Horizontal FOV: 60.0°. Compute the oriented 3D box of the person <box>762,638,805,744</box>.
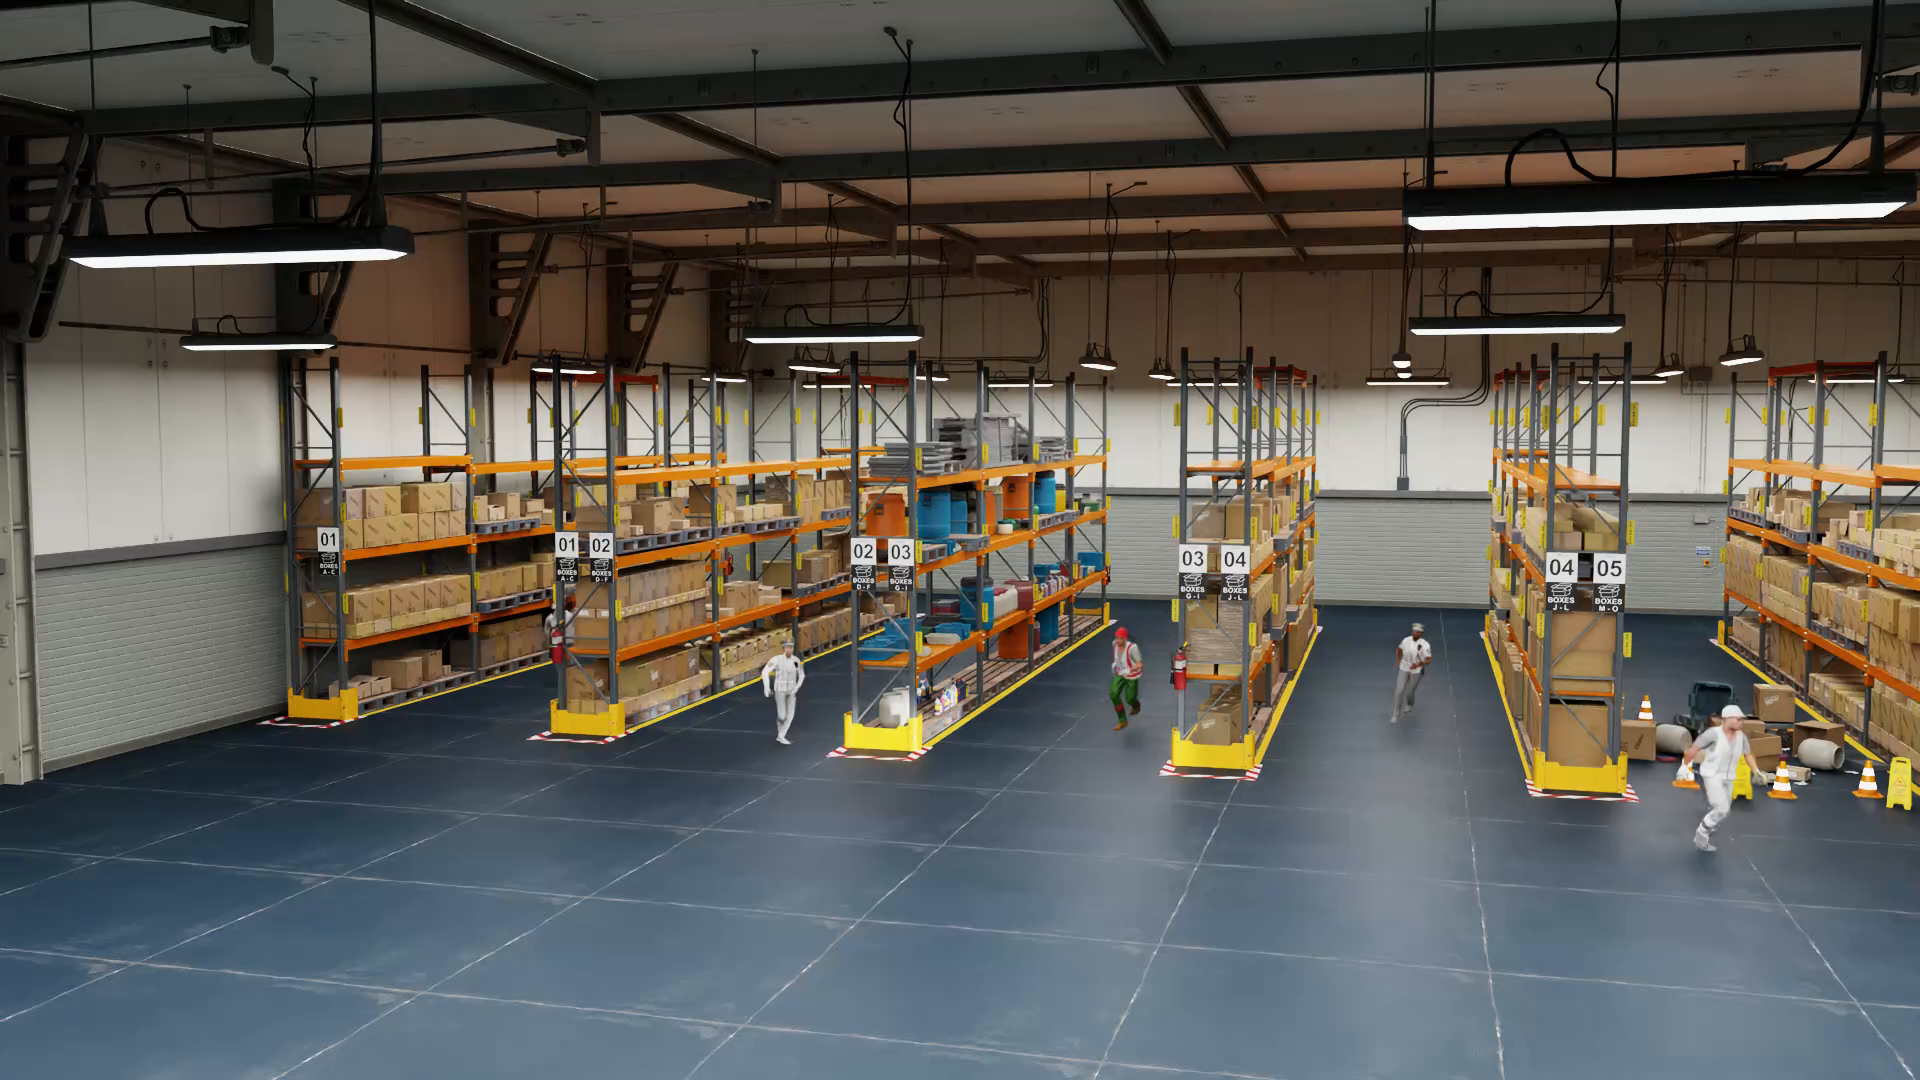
[{"bbox_3d":[-2.698,2.316,25.536,0.669,1.646,0.502,-2,5,-22],"label":"person"}]

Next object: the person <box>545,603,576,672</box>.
[{"bbox_3d":[-7.452,1.905,31.156,0.643,1.618,0.918,-1,4,-17],"label":"person"}]

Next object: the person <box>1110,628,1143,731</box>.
[{"bbox_3d":[2.663,2.153,26.296,0.686,1.623,1.101,2,5,31],"label":"person"}]

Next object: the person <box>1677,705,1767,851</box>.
[{"bbox_3d":[8.707,2.729,18.949,0.667,1.724,0.791,-1,4,-19],"label":"person"}]

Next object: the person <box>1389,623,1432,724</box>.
[{"bbox_3d":[7.455,2.169,27.366,0.616,1.649,0.844,2,5,27],"label":"person"}]
